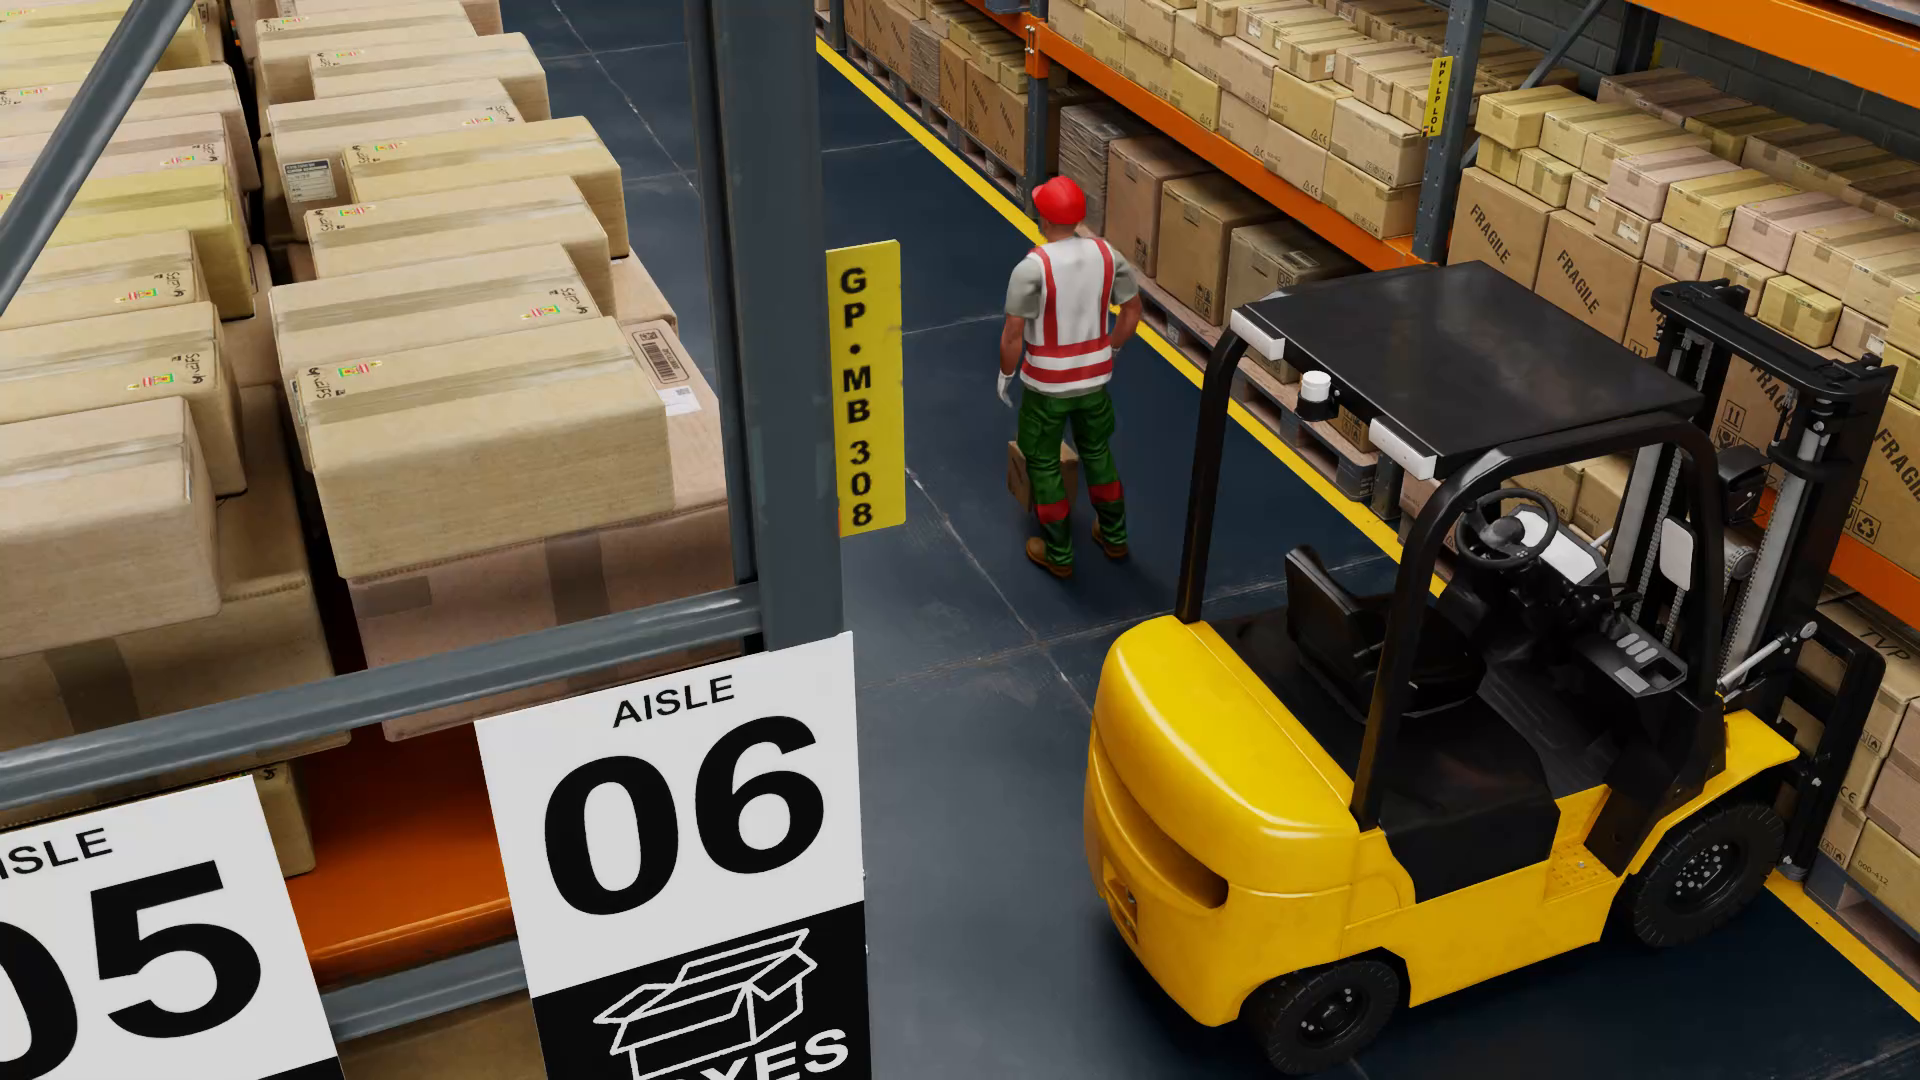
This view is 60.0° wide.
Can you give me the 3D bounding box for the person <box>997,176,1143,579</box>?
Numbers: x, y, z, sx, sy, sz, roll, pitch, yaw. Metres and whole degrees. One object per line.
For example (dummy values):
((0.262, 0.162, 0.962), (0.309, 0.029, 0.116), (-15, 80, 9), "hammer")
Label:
((0.463, -0.706, 7.224), (0.665, 1.757, 0.507), (-14, 36, -20), "person")
